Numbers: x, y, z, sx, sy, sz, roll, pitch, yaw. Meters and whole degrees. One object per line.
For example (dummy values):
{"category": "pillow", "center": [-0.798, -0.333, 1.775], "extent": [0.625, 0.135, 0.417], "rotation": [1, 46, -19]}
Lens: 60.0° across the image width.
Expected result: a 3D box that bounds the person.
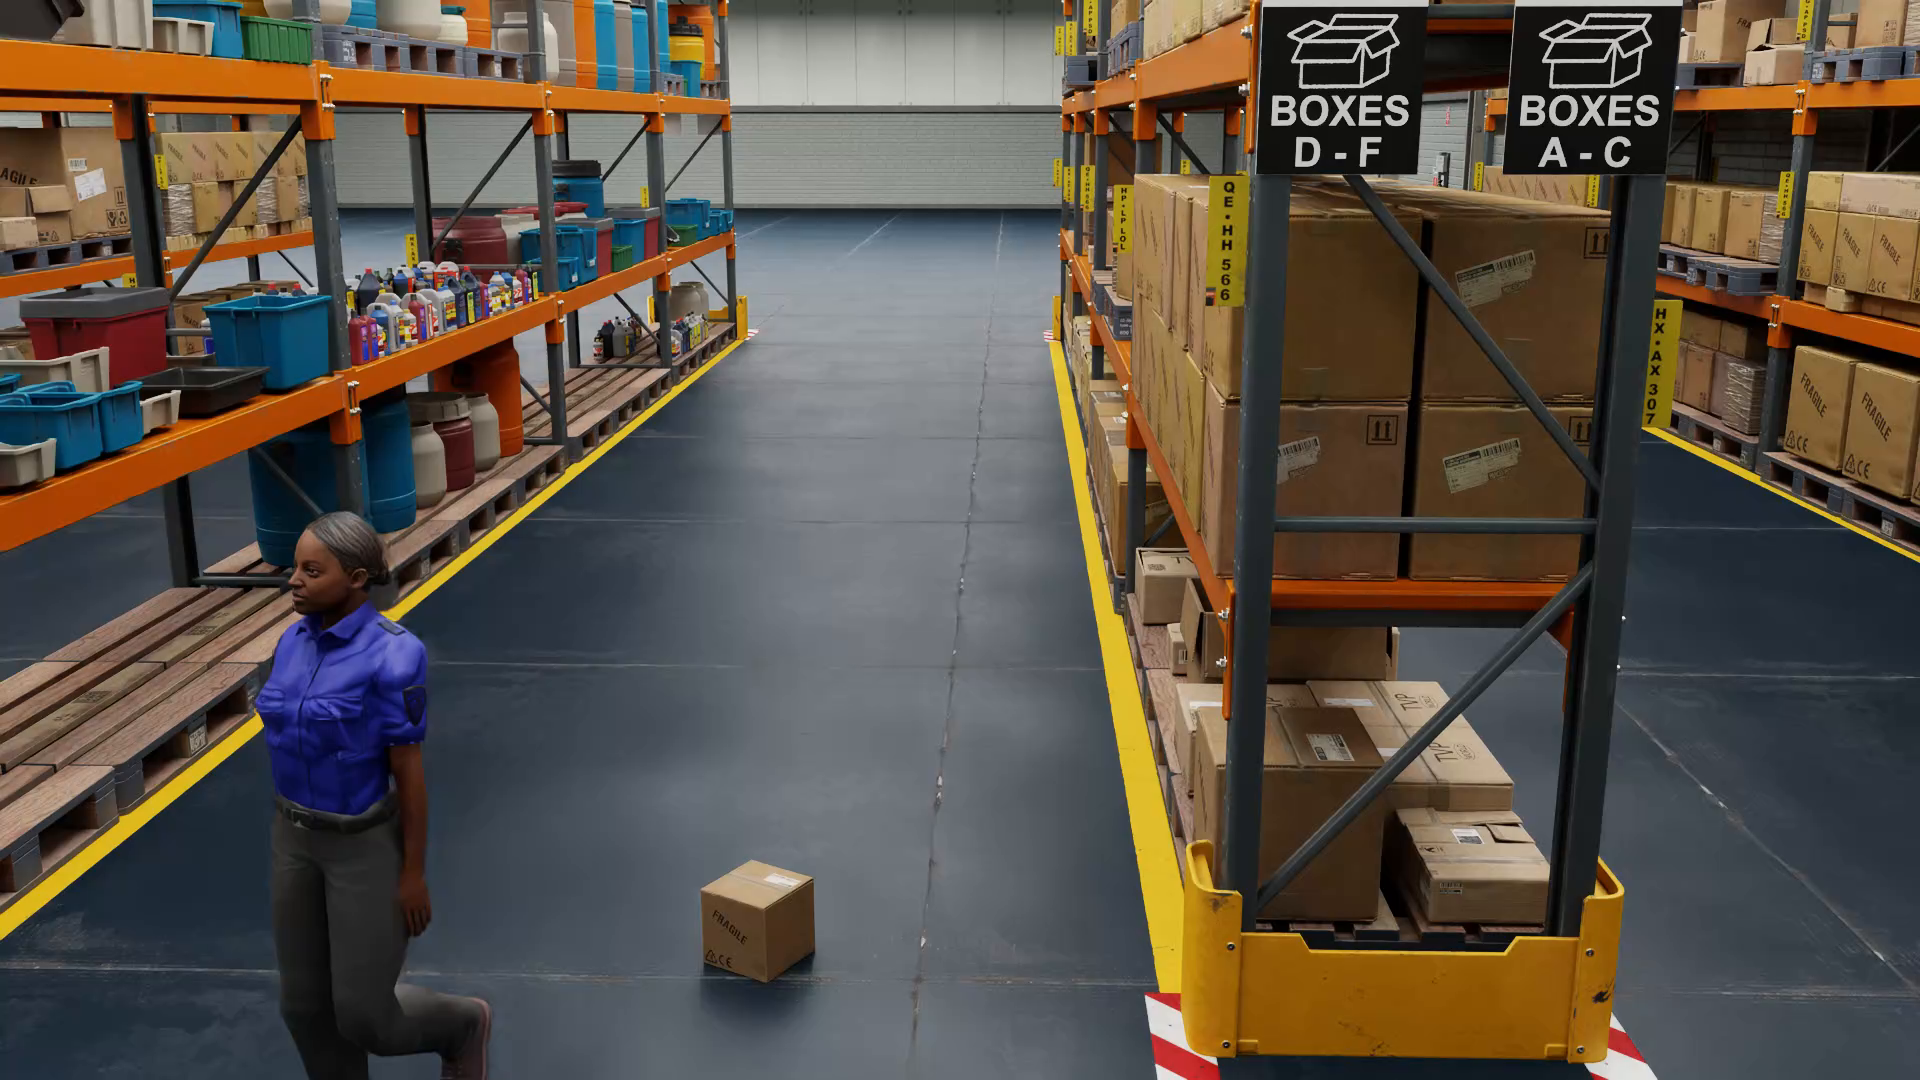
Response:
{"category": "person", "center": [-1.439, 0.740, 3.970], "extent": [0.455, 1.642, 0.531], "rotation": [6, 15, 23]}
